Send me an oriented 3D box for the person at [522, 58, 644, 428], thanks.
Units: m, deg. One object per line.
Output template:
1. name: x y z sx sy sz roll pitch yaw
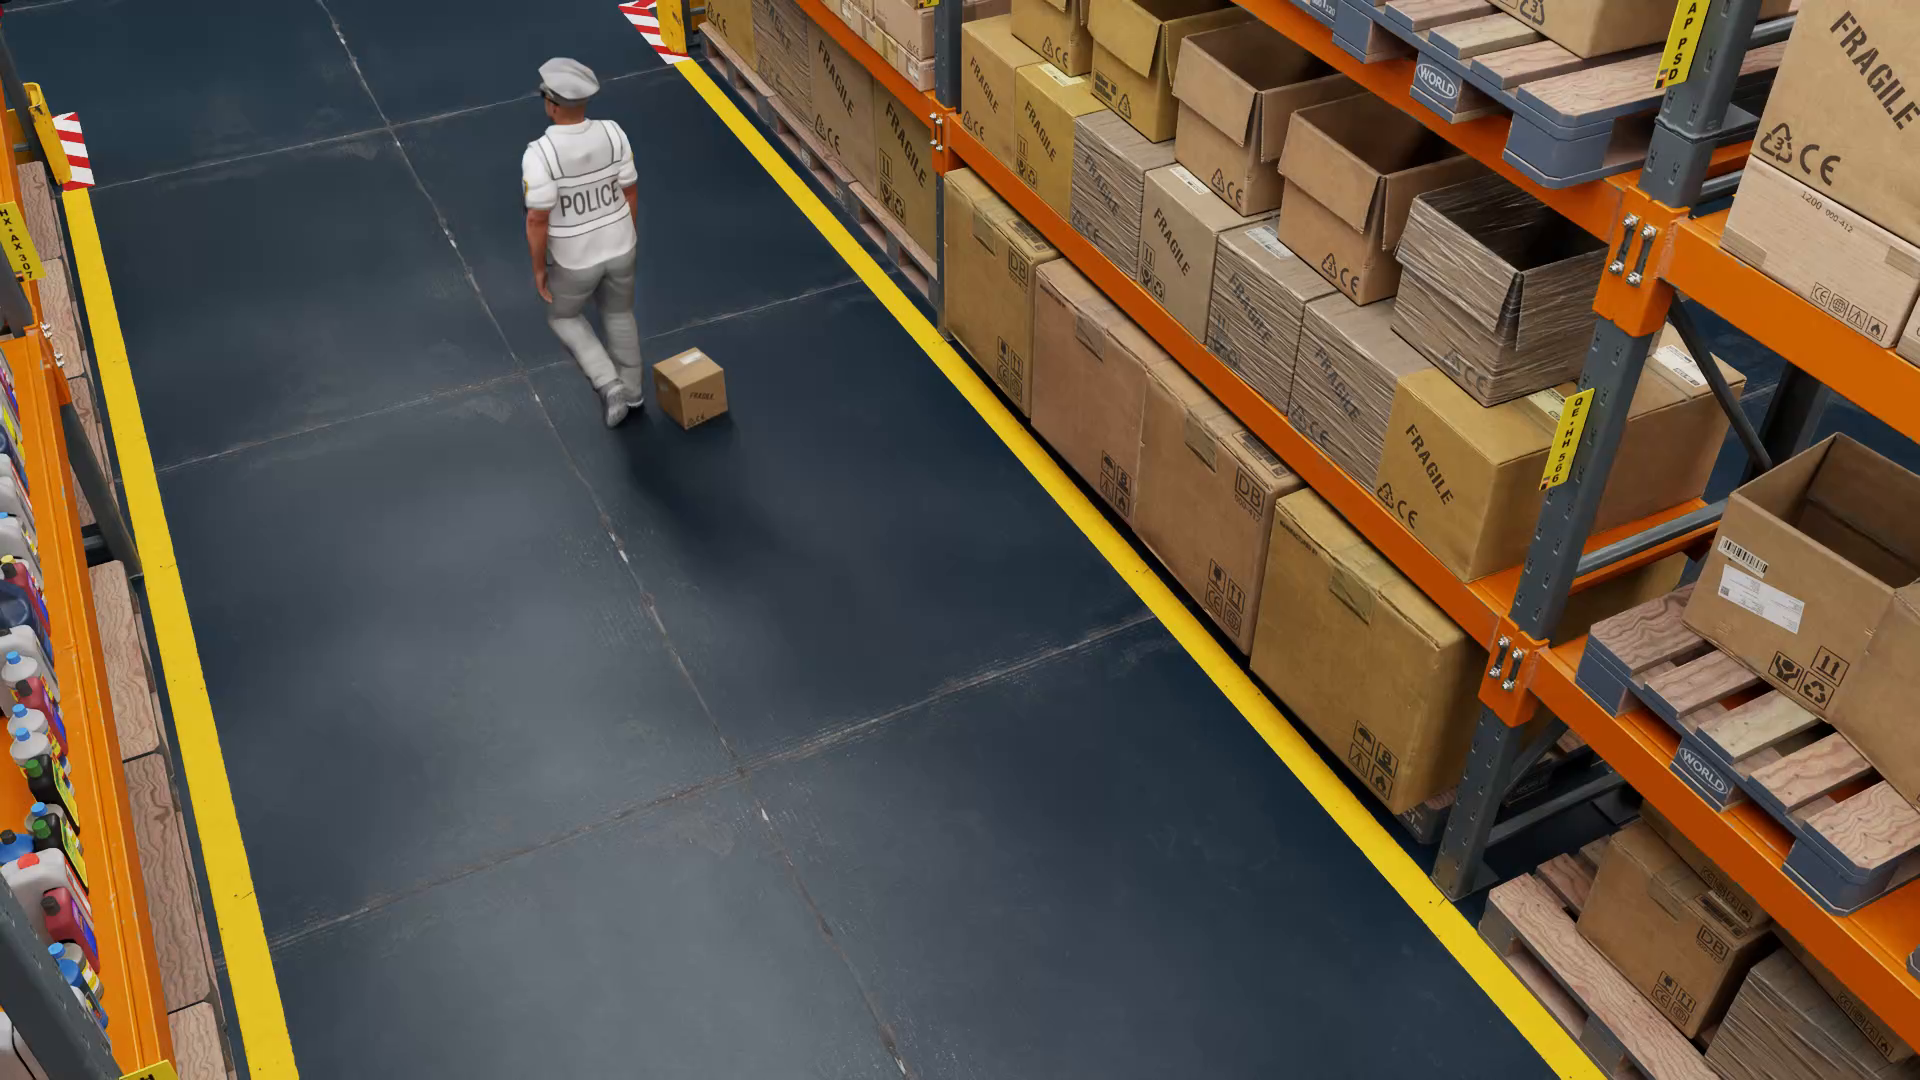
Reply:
1. person: -1.698 -1.321 7.612 0.579 1.759 0.509 -26 47 -27
